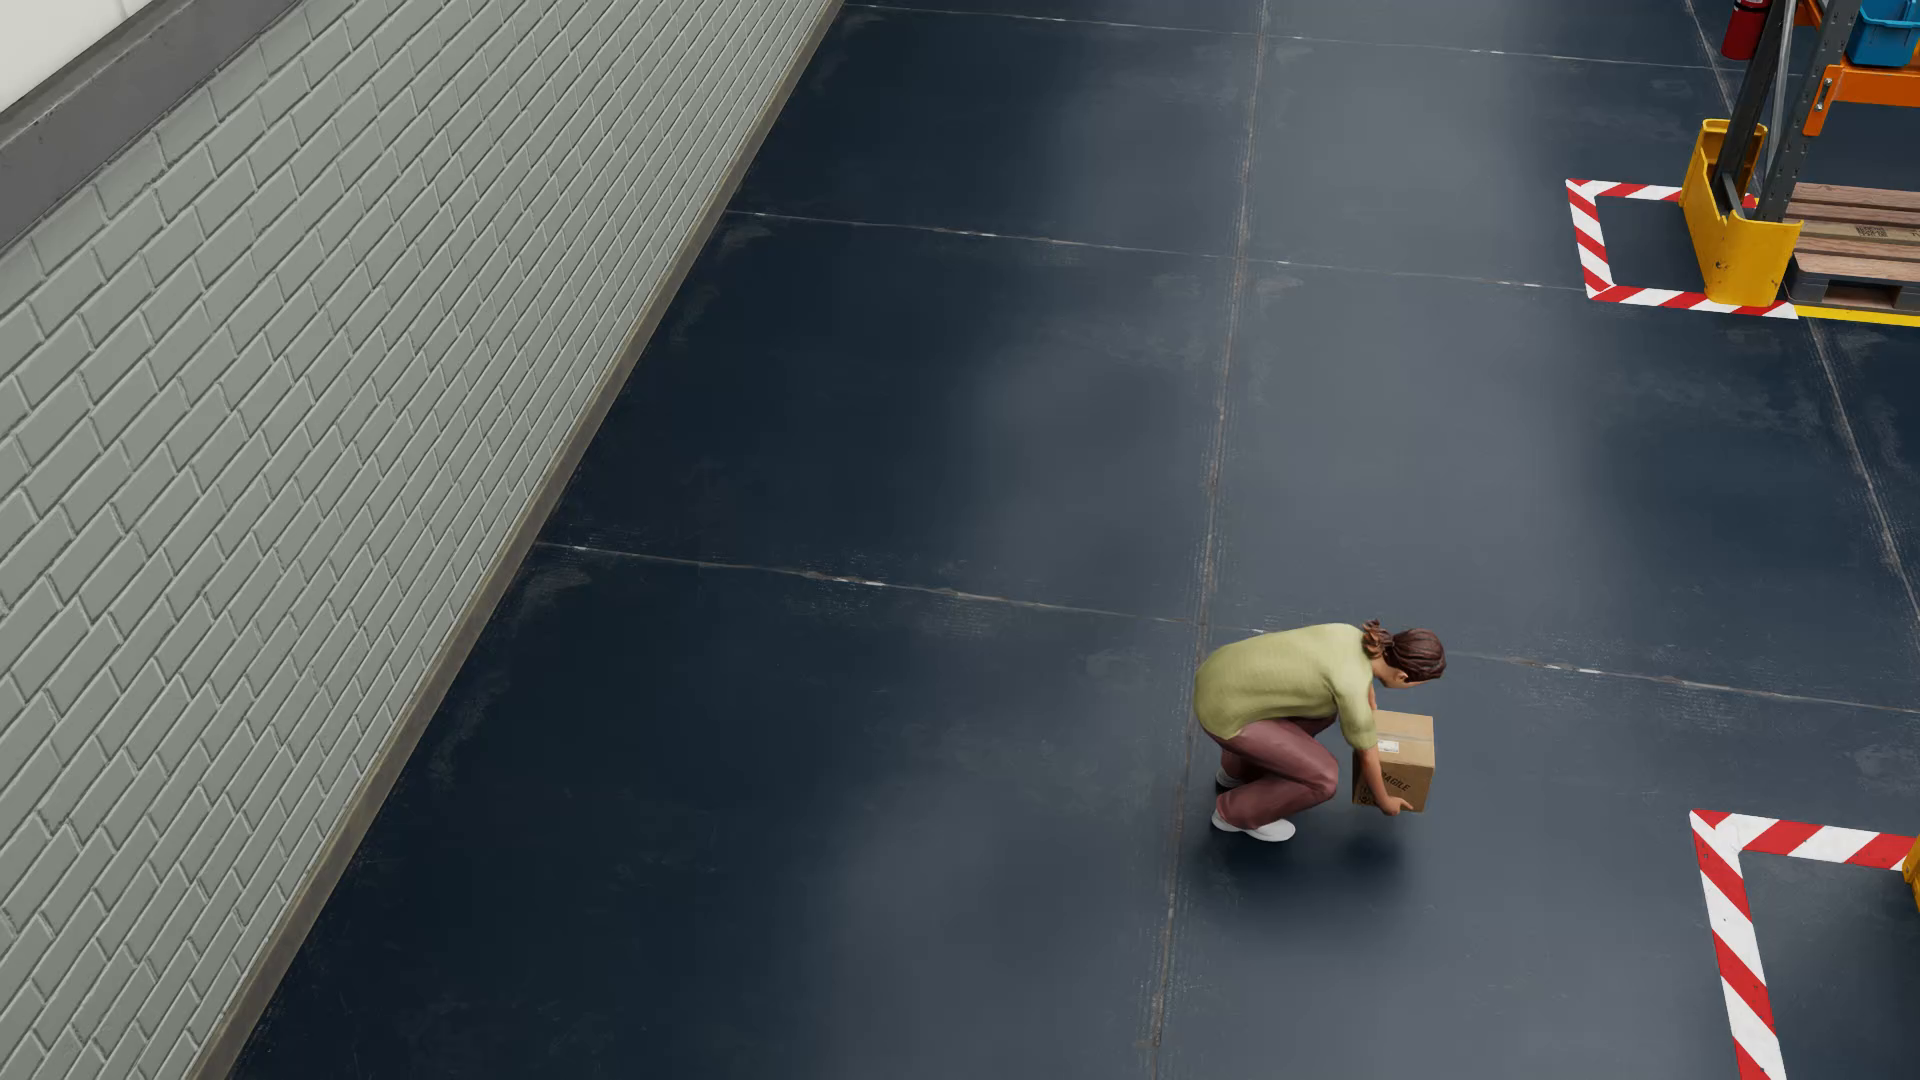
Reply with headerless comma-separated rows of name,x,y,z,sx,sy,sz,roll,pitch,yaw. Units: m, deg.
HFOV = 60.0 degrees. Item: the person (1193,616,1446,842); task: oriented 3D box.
person,1.249,0.663,5.968,0.838,0.921,0.469,5,41,6
